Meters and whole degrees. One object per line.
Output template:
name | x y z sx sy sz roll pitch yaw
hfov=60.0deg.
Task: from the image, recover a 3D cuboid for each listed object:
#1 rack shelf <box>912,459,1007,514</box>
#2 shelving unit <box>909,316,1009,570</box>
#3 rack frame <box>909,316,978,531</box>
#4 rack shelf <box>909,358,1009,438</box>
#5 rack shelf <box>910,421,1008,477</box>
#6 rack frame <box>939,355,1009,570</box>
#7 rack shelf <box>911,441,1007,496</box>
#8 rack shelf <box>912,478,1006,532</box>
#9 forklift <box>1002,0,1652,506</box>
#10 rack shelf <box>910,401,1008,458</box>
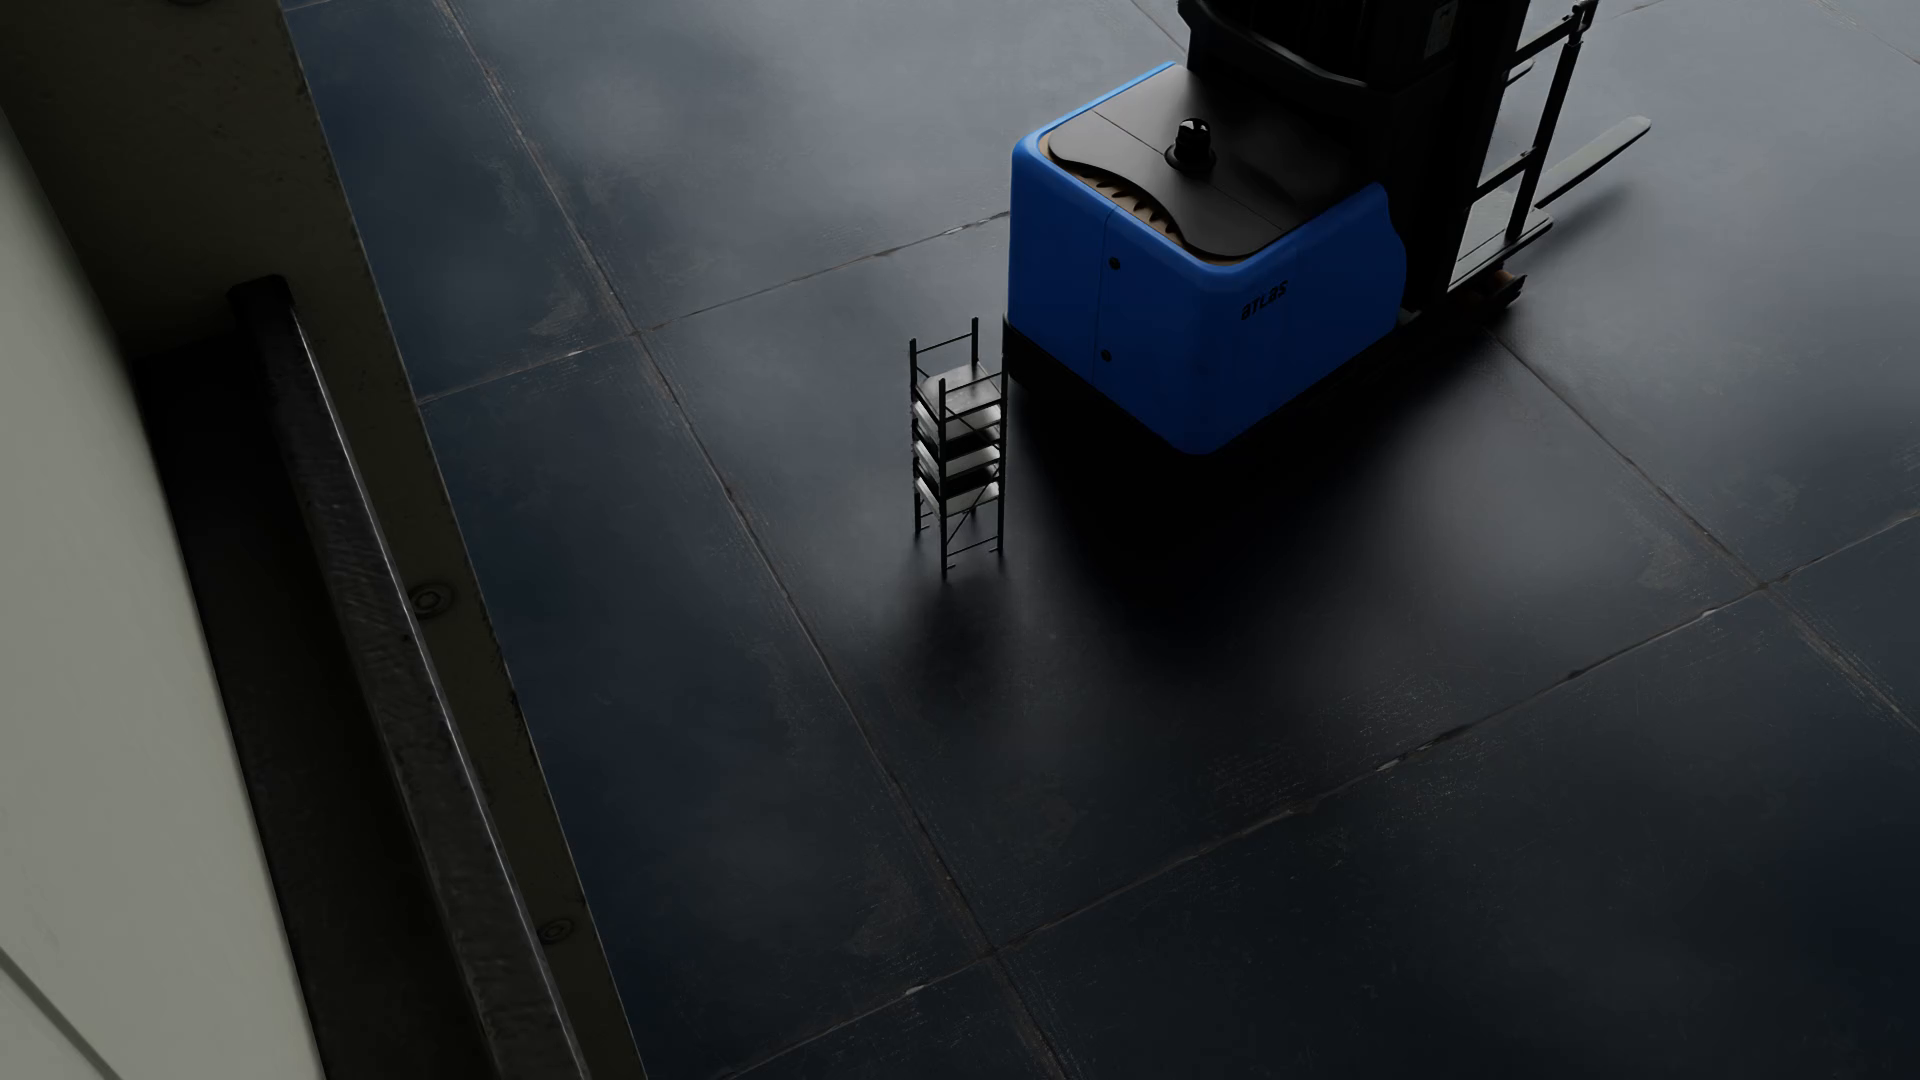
rack shelf | -0.004 -0.221 5.608 0.258 0.077 0.200 -21 52 -18
shelving unit | -0.004 -0.302 5.515 0.258 0.900 0.210 -21 52 -18
rack frame | -0.050 -0.370 5.574 0.240 0.900 0.006 -21 52 -18
rack shelf | -0.004 -0.458 5.337 0.258 0.077 0.200 -21 52 -18
rack shelf | -0.004 -0.339 5.472 0.258 0.077 0.200 -21 52 -18
rack frame | 0.043 -0.234 5.455 0.240 0.900 0.006 -21 52 -18
rack shelf | -0.004 -0.280 5.540 0.258 0.077 0.200 -21 52 -18
rack shelf | -0.004 -0.161 5.675 0.258 0.077 0.200 -21 52 -18
forklift | 1.603 -2.050 5.694 3.031 2.935 1.130 -33 57 -26
rack shelf | -0.004 -0.398 5.404 0.258 0.077 0.200 -21 52 -18
